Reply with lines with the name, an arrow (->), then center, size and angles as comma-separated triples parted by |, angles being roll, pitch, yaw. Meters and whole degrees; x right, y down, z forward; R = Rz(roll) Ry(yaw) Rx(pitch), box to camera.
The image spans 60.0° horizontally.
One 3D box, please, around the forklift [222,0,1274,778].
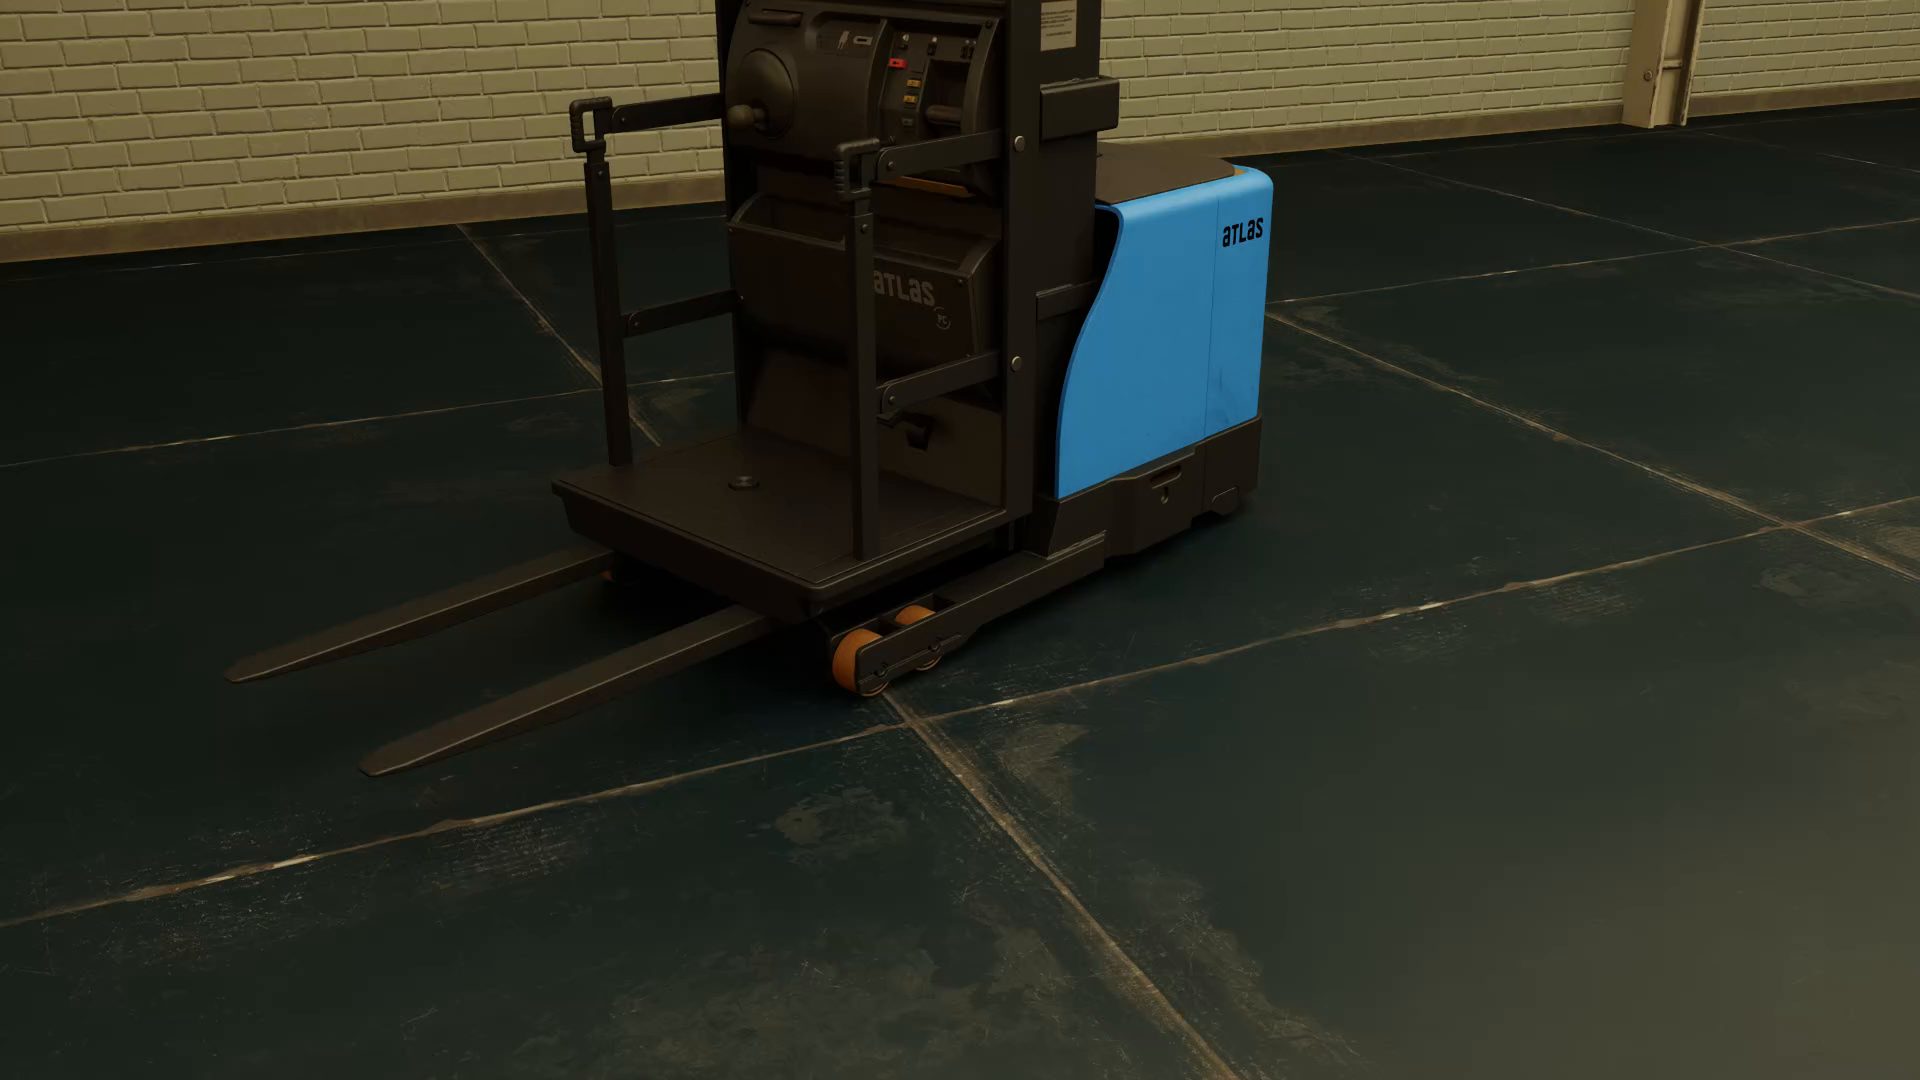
forklift -> -0.413, -1.182, 4.131 | 1.130, 2.935, 3.031 | 19, 29, 39
